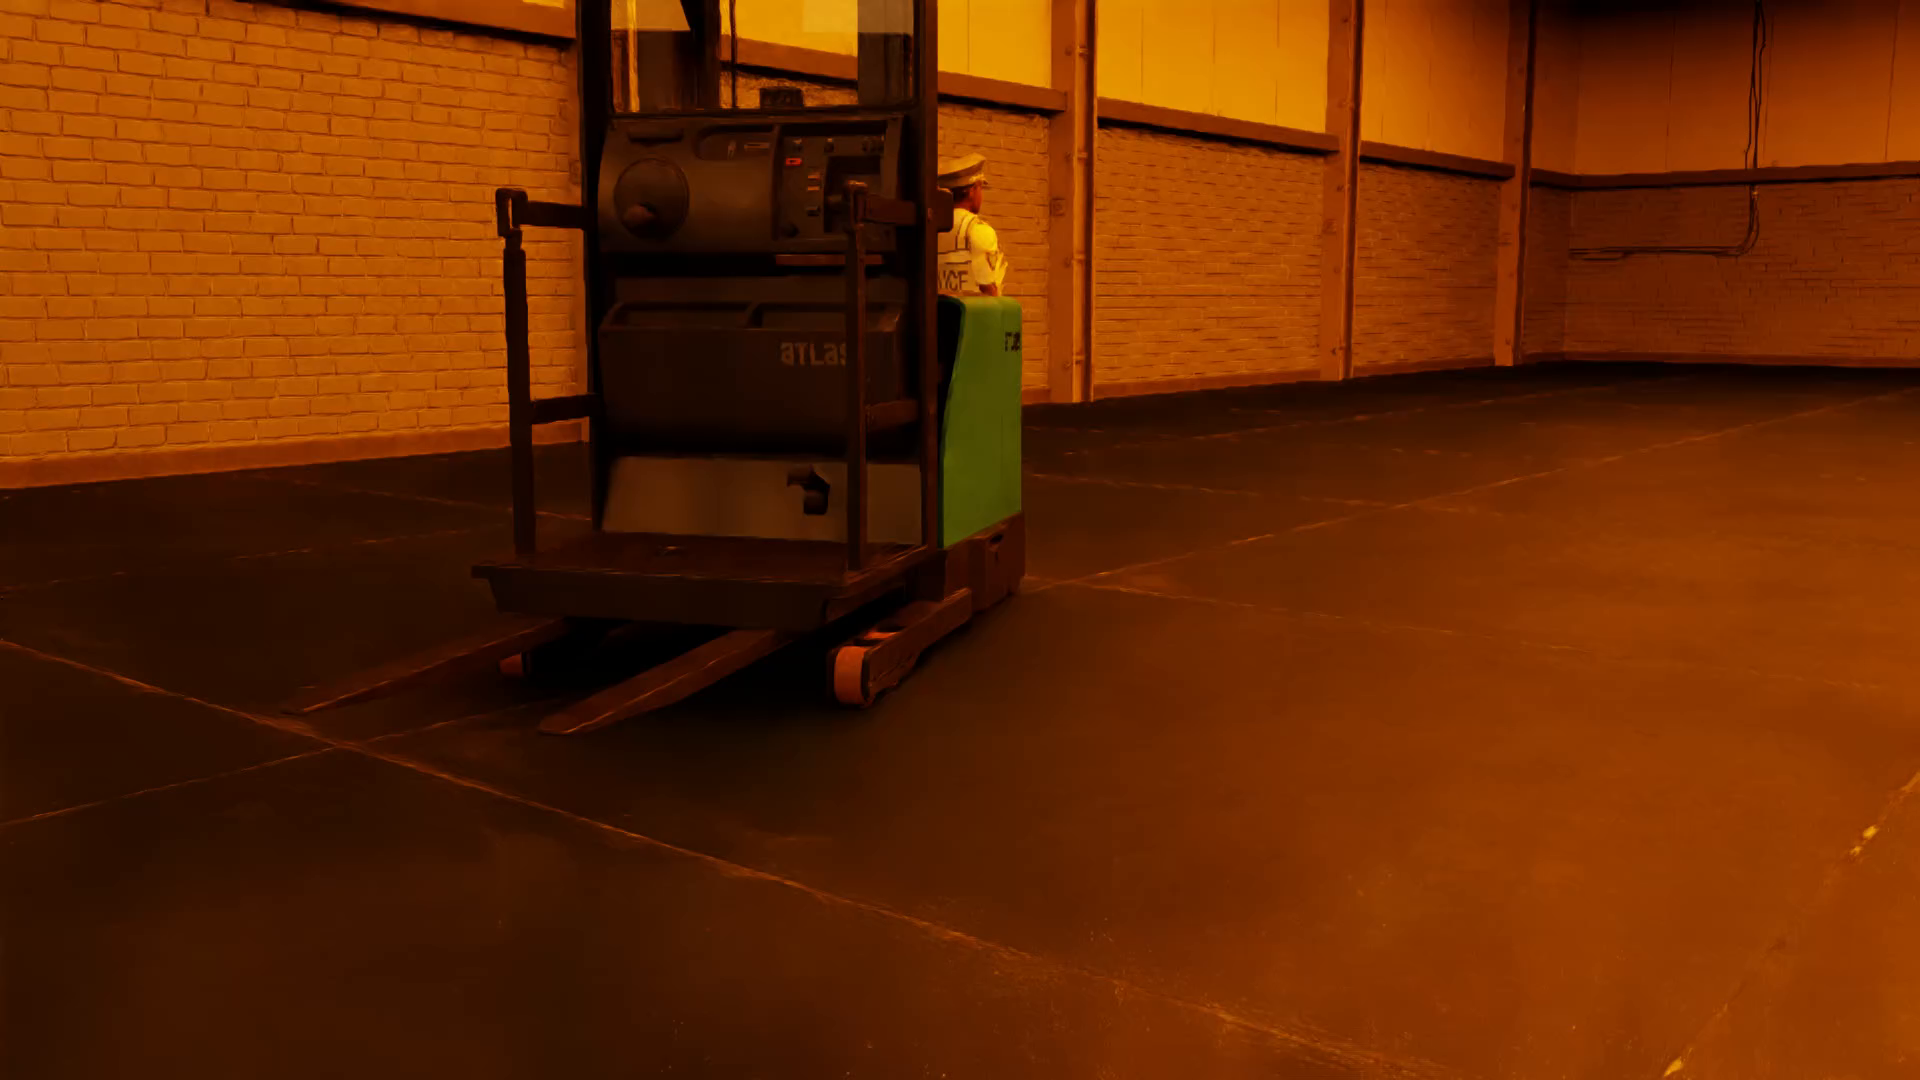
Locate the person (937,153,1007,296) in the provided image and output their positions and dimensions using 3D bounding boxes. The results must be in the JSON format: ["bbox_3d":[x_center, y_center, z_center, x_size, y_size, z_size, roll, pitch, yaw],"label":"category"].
[{"bbox_3d":[0.019,-0.836,7.294,0.444,1.692,0.338,7,11,38],"label":"person"}]

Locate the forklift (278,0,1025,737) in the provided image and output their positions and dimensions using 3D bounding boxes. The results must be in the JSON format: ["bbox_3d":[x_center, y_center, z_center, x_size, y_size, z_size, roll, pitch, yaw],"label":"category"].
[{"bbox_3d":[-0.671,-1.073,4.617,1.130,2.935,3.031,2,9,16],"label":"forklift"}]
